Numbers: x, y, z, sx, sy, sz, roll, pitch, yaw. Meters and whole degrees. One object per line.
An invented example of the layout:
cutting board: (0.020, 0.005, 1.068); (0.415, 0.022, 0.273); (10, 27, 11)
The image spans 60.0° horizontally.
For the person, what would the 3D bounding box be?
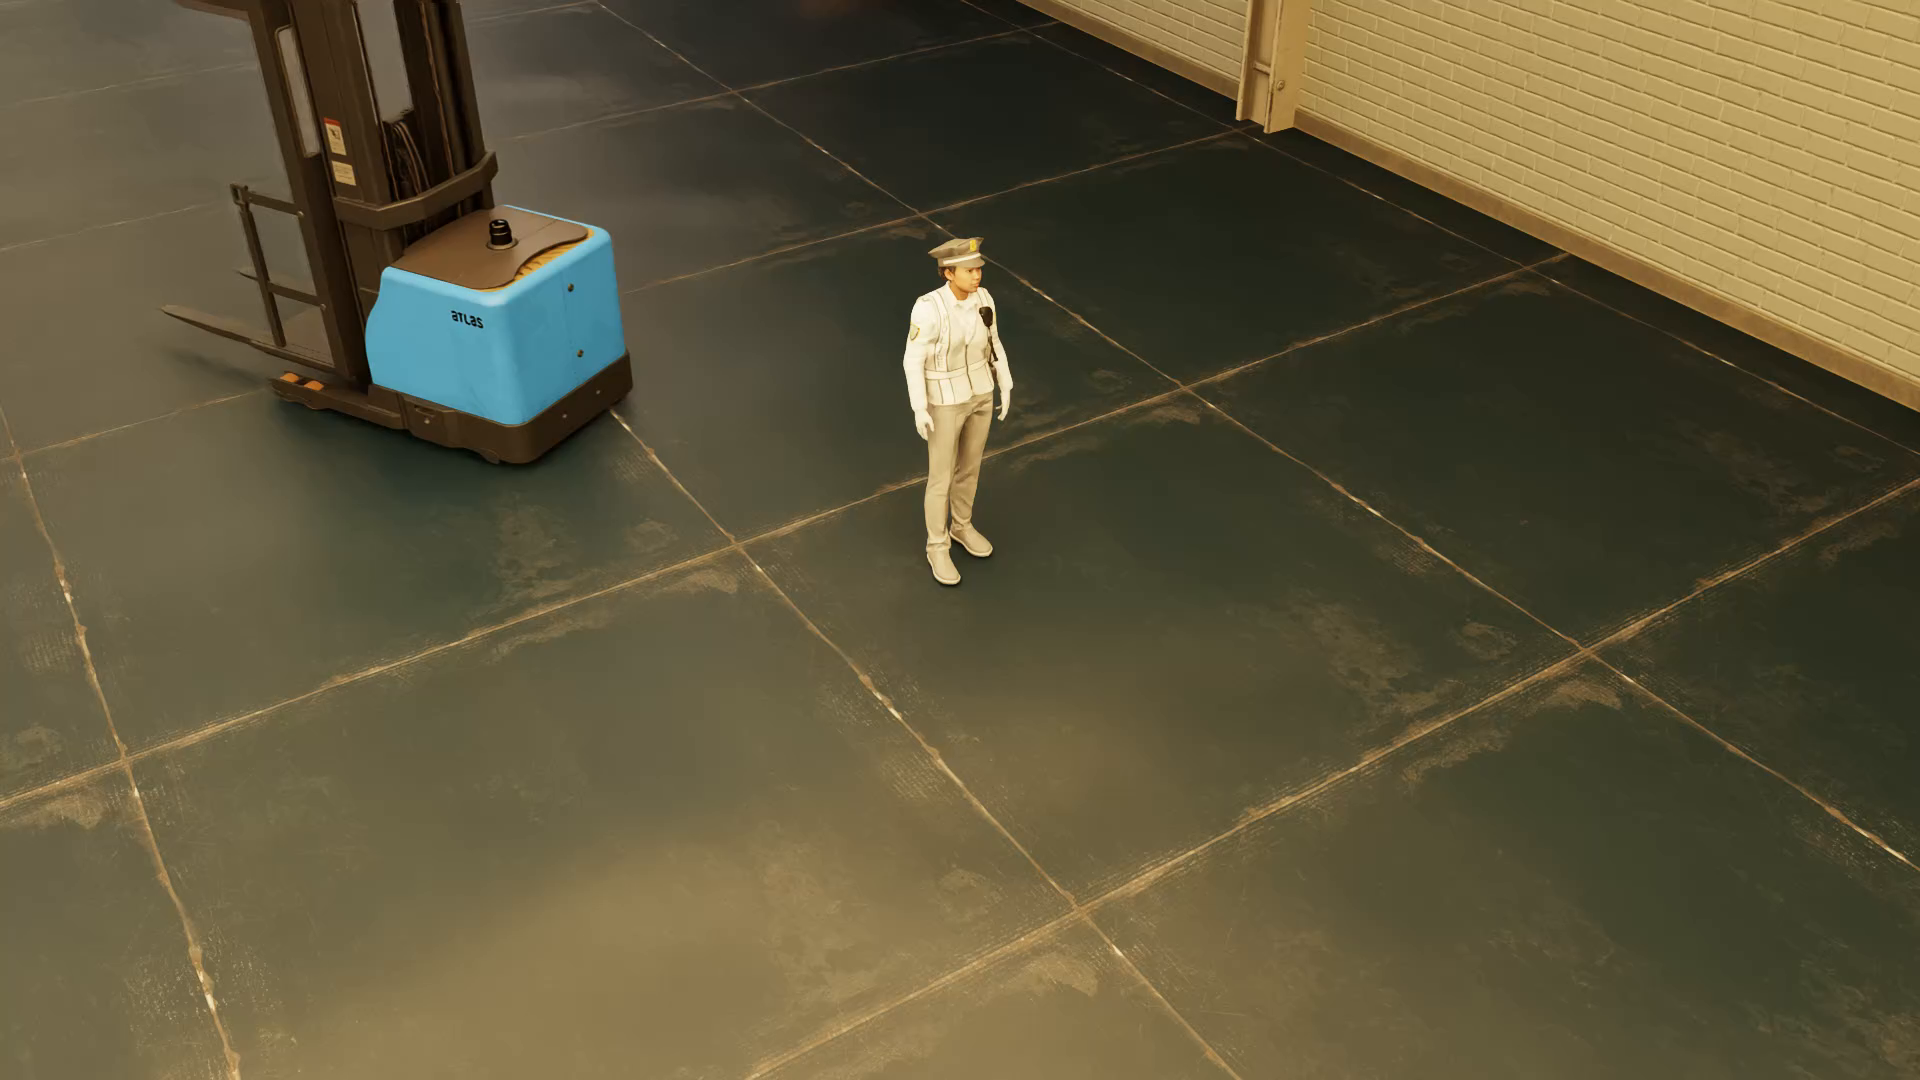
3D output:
person: (0.031, -0.664, 8.155); (0.586, 1.694, 0.530); (-21, 40, -27)

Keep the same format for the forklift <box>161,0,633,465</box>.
forklift: (-3.484, -2.215, 9.299); (3.031, 2.935, 1.130); (17, 39, 23)
